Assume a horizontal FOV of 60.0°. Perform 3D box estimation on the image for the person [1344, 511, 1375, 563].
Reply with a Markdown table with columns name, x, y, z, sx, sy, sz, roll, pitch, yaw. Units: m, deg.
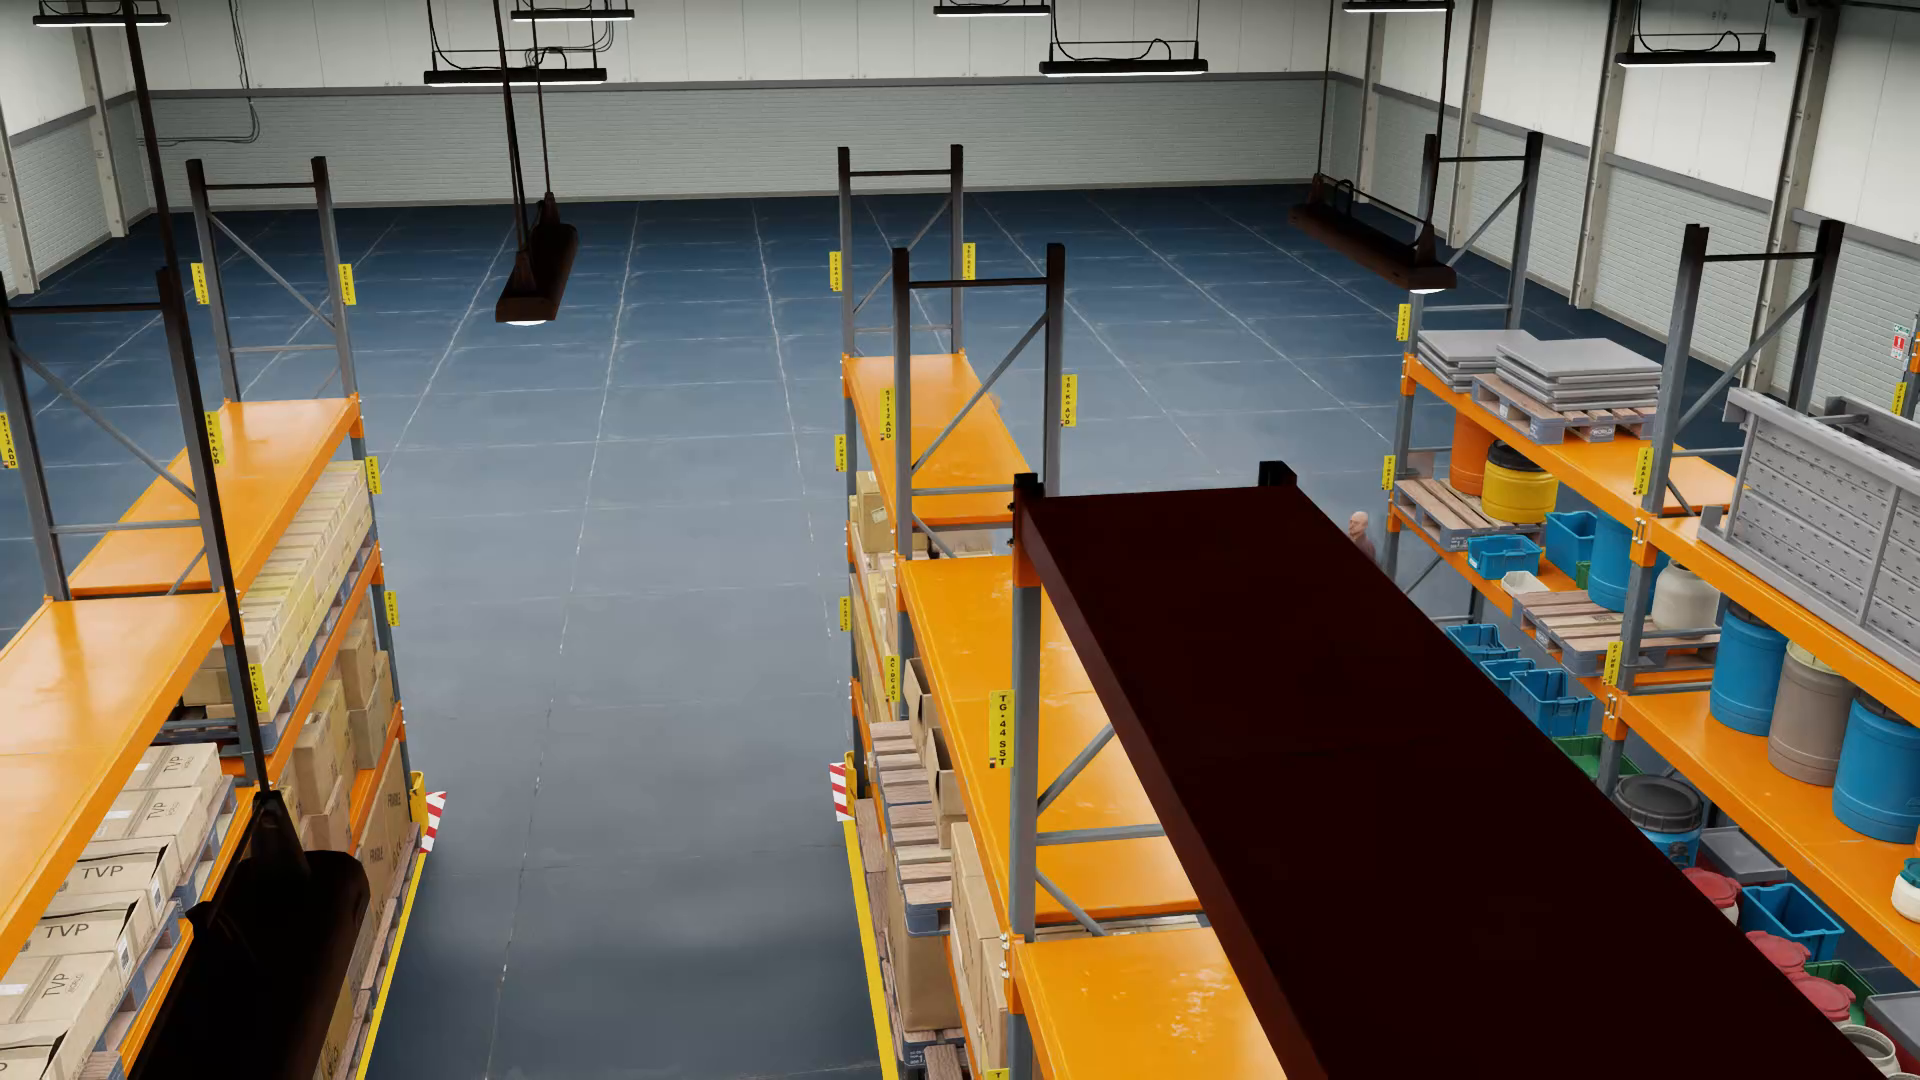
| name | x | y | z | sx | sy | sz | roll | pitch | yaw |
| --- | --- | --- | --- | --- | --- | --- | --- | --- | --- |
| person | 4.186 | 0.506 | 18.041 | 1.123 | 1.733 | 0.545 | 5 | 22 | 11 |
